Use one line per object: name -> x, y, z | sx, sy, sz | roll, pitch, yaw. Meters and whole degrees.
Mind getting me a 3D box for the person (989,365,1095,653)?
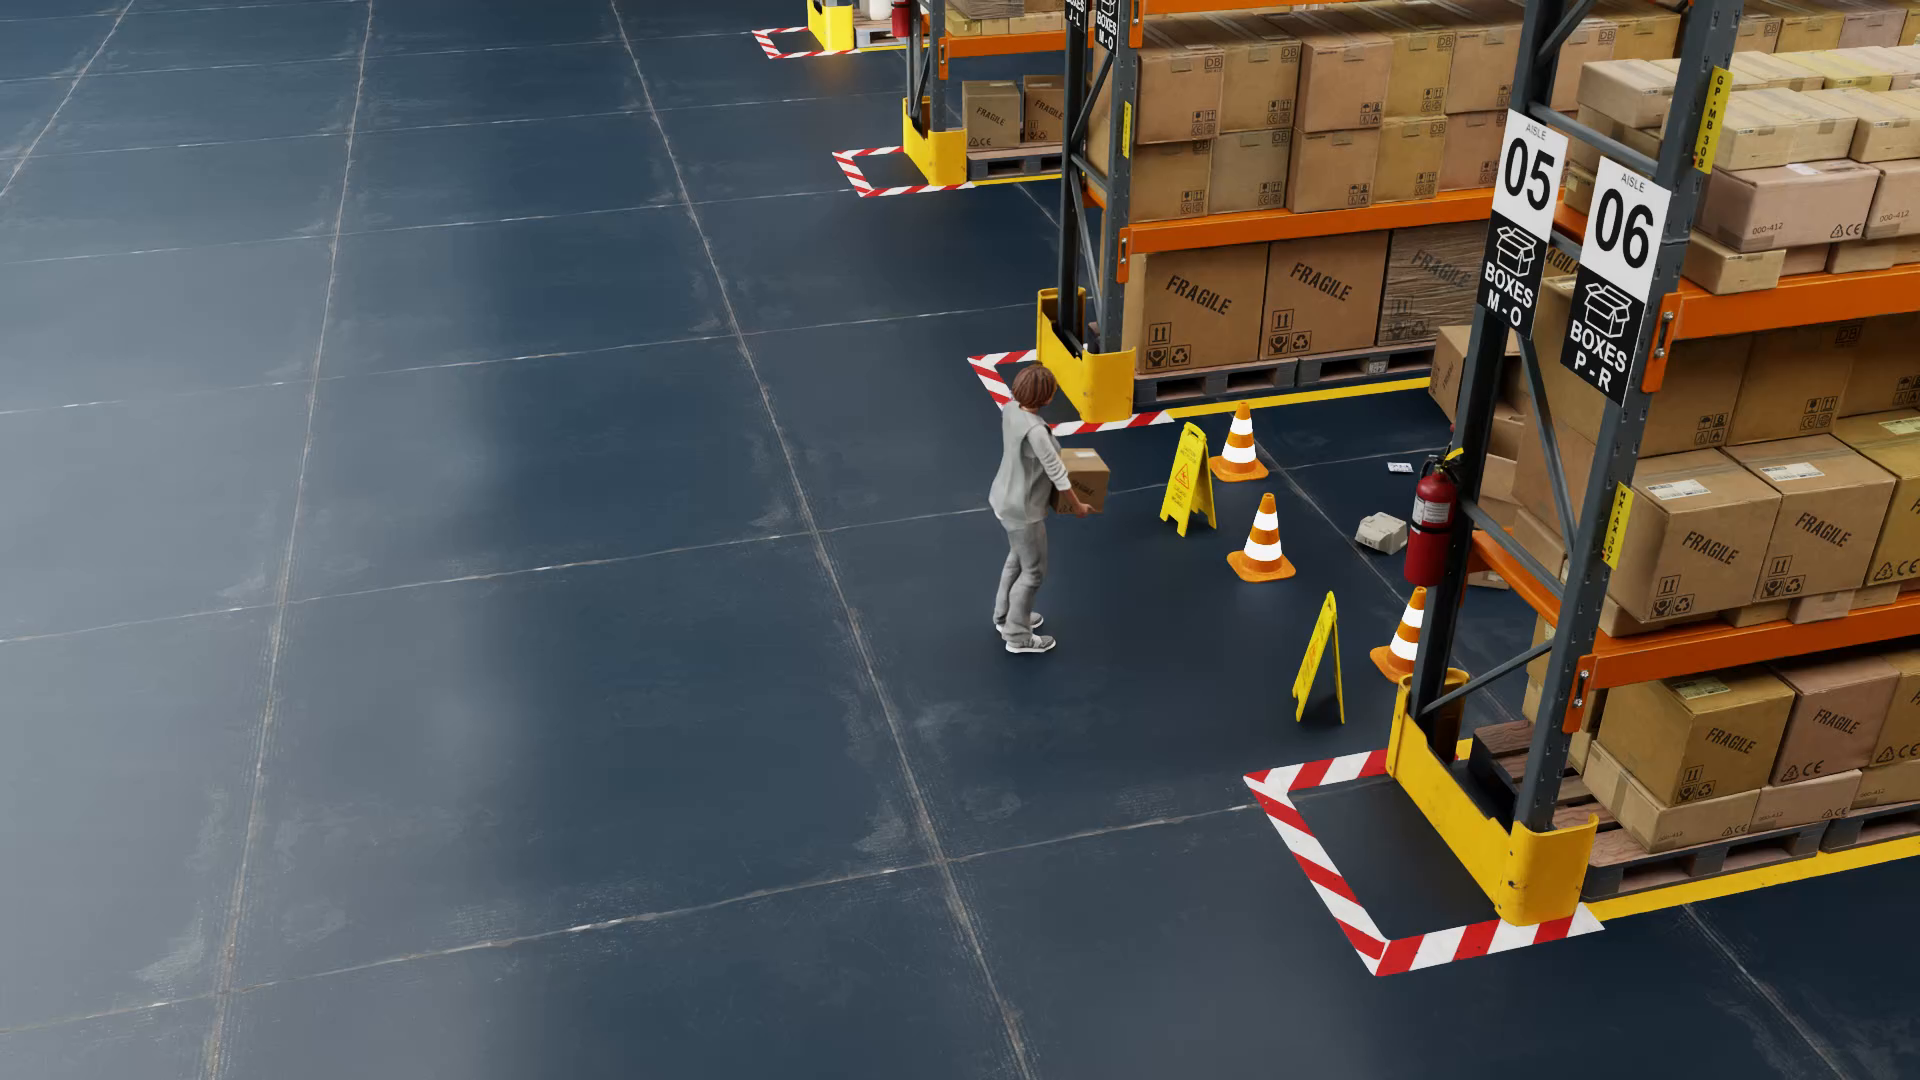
person -> 0.404, -0.168, 8.529 | 0.508, 1.596, 0.375 | -9, 32, -14
